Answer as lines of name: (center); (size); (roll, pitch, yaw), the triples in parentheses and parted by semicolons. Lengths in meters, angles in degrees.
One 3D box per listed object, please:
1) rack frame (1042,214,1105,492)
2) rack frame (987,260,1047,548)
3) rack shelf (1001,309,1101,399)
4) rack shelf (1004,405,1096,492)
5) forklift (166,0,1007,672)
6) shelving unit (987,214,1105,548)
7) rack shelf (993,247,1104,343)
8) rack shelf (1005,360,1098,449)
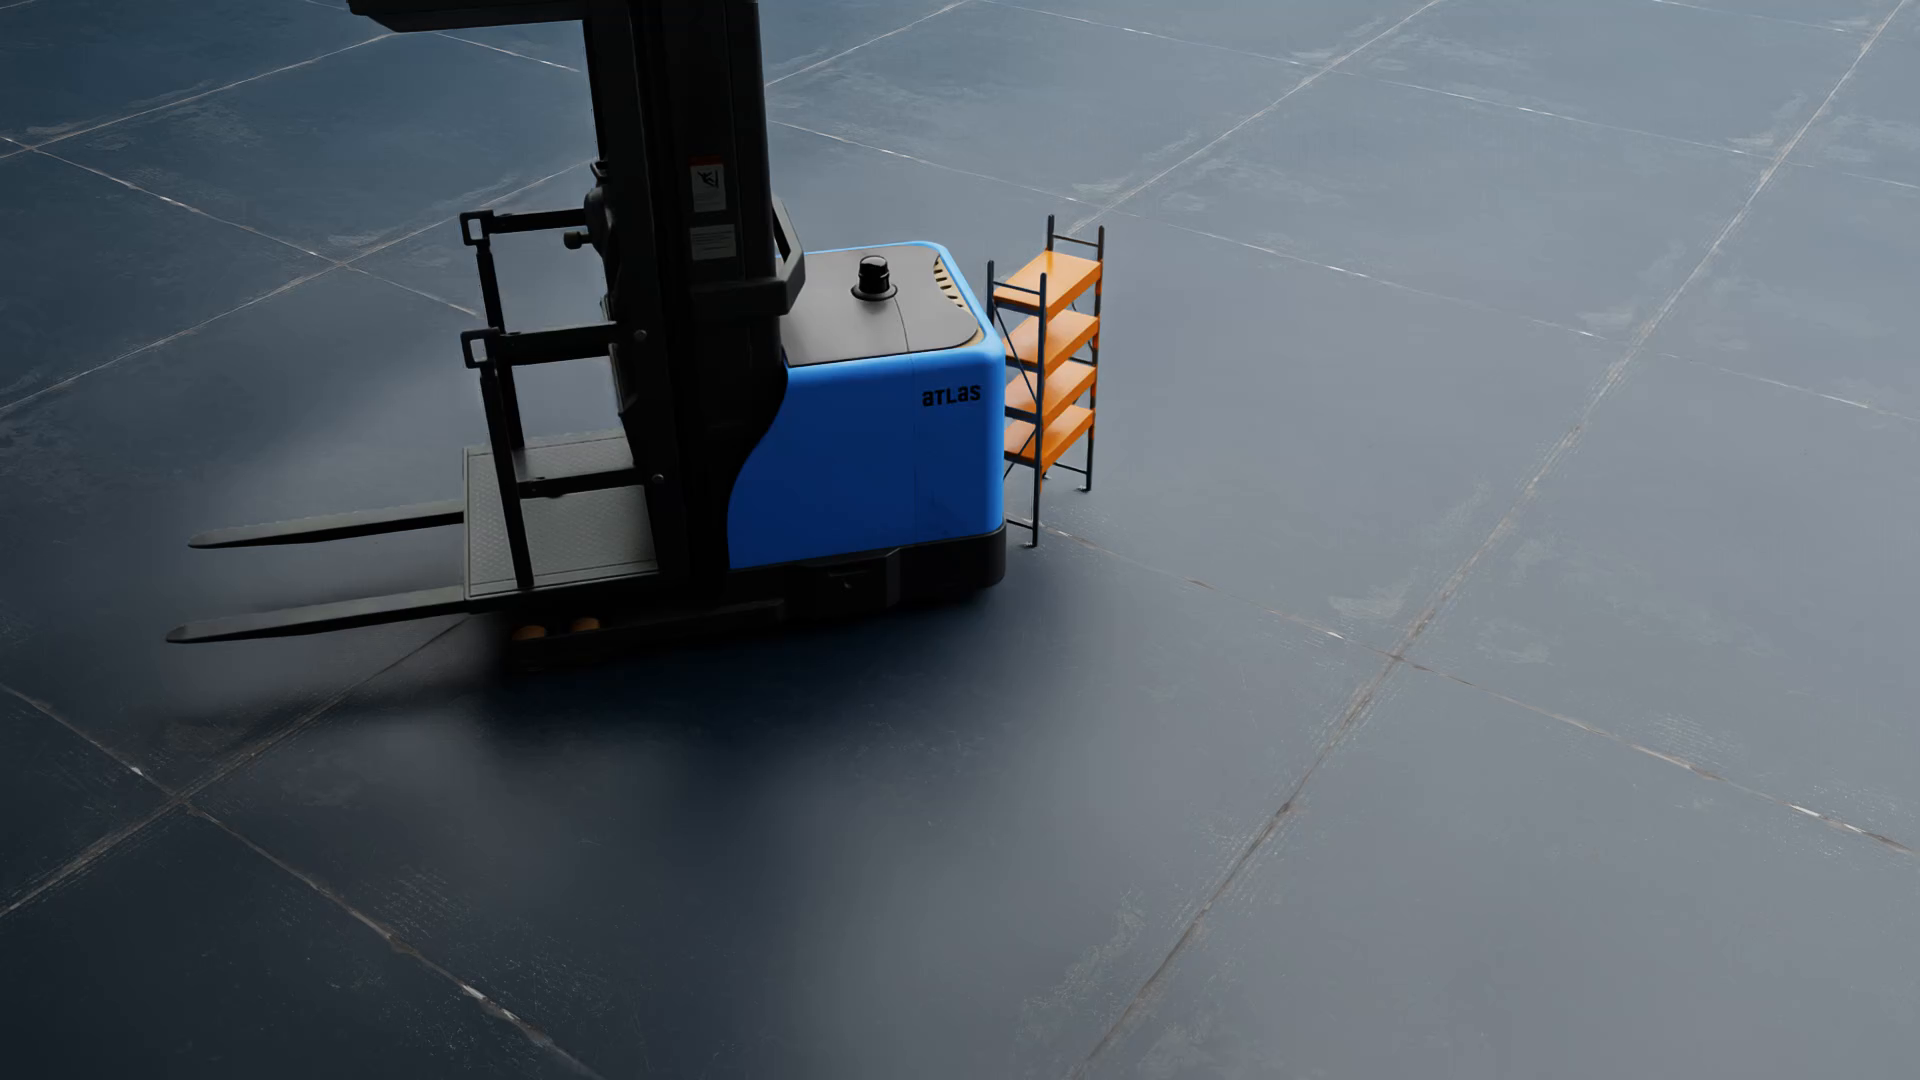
rack frame: (0.450, -0.739, 6.772); (0.240, 1.200, 0.015); (18, 38, 24)
rack frame: (0.209, -0.501, 6.420); (0.240, 1.200, 0.015); (18, 38, 24)
rack shelf: (0.330, -0.750, 6.508); (0.258, 0.148, 0.480); (18, 38, 24)
rack shelf: (0.330, -0.400, 6.745); (0.258, 0.148, 0.480); (18, 38, 24)
forklift: (-1.398, -1.064, 5.707); (3.031, 2.935, 1.130); (-8, 35, -12)
shelving unit: (0.330, -0.620, 6.596); (0.258, 1.200, 0.503); (18, 38, 24)
rack shelf: (0.330, -0.946, 6.376); (0.258, 0.148, 0.480); (18, 38, 24)
rack shelf: (0.330, -0.564, 6.634); (0.258, 0.148, 0.480); (18, 38, 24)
